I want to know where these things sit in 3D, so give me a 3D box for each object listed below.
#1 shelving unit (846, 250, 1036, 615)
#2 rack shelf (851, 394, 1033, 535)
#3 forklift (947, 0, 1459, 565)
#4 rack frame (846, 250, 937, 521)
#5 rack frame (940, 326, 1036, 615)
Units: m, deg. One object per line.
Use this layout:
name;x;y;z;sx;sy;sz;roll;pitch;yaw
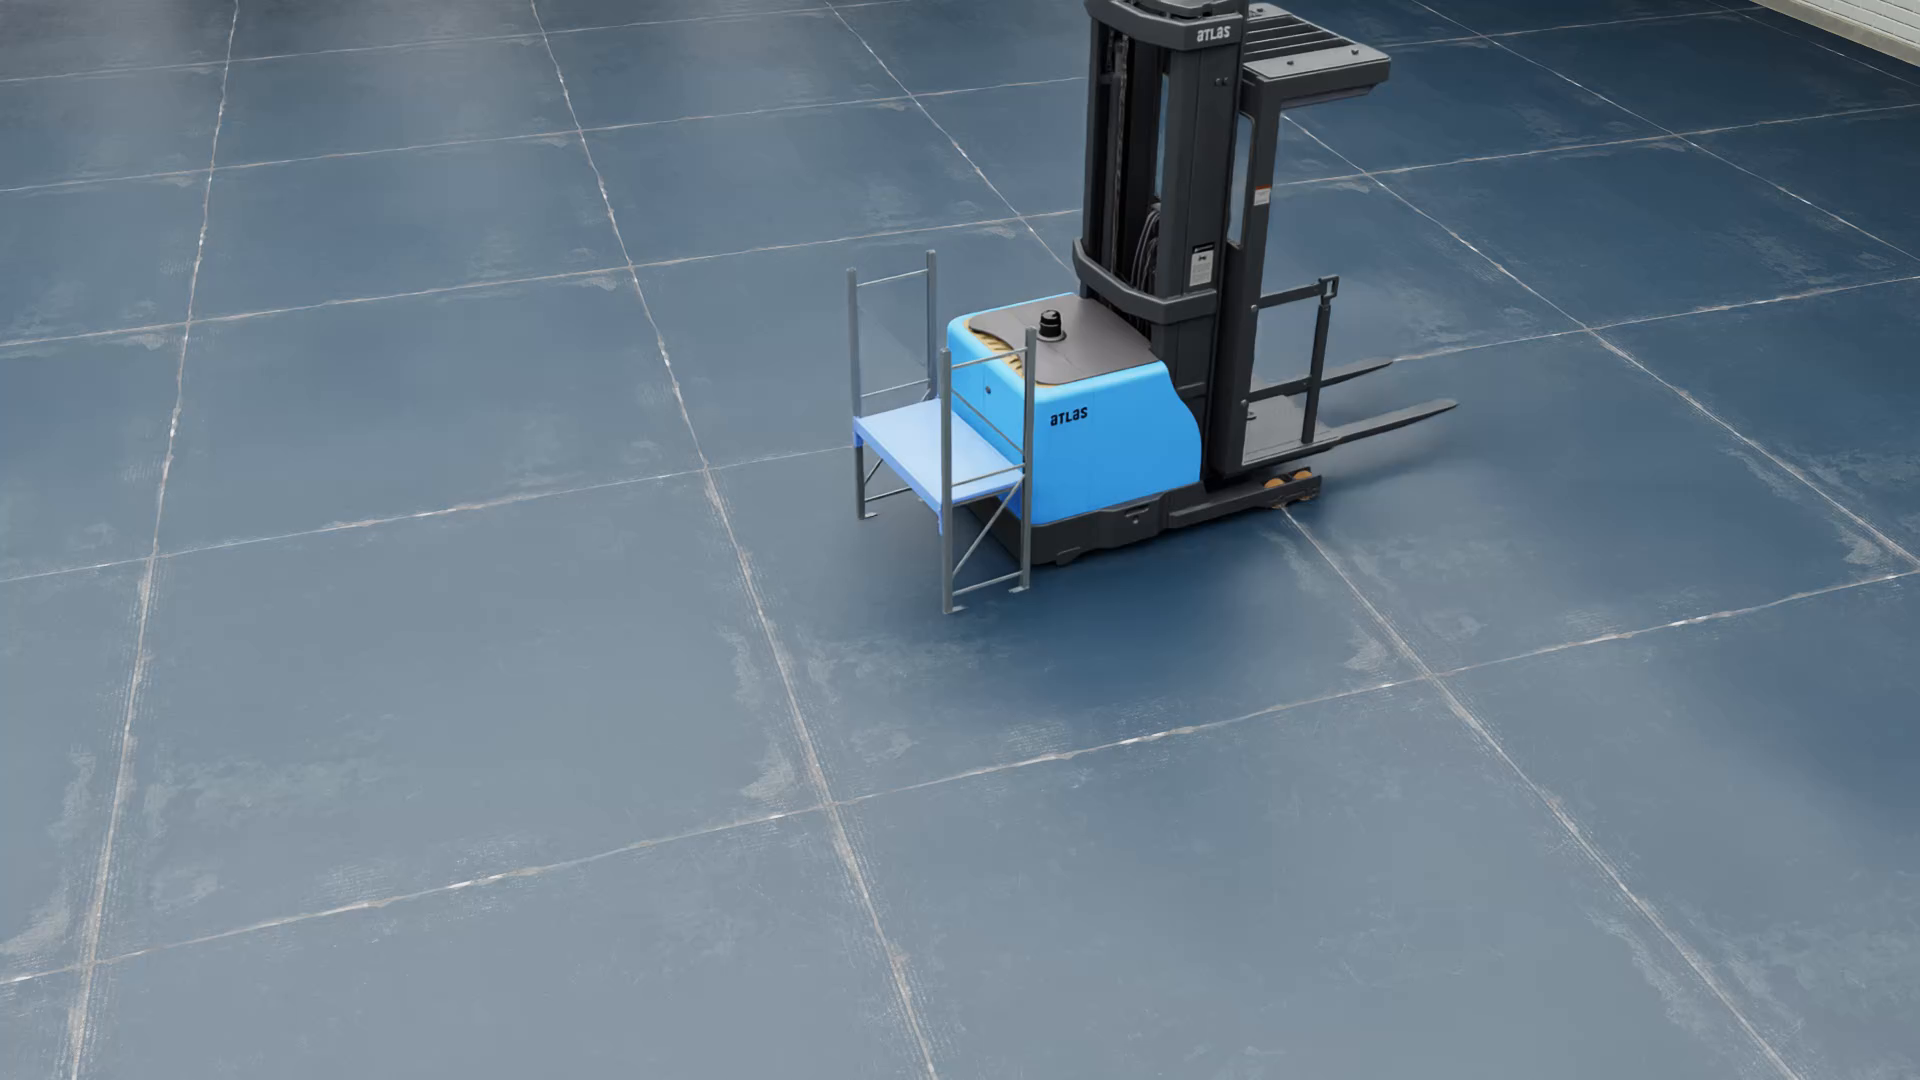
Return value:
shelving unit;-0.108;-0.560;8.557;0.538;1.500;1.048;-17;37;-24
rack shelf;-0.108;-0.410;8.656;0.538;0.185;1.000;-17;37;-24
forklift;1.469;-1.643;8.898;3.031;2.935;1.130;-15;36;-22
rack frame;-0.351;-0.806;8.929;0.500;1.500;0.032;-17;37;-24
rack frame;0.136;-0.314;8.184;0.500;1.500;0.032;-17;37;-24
